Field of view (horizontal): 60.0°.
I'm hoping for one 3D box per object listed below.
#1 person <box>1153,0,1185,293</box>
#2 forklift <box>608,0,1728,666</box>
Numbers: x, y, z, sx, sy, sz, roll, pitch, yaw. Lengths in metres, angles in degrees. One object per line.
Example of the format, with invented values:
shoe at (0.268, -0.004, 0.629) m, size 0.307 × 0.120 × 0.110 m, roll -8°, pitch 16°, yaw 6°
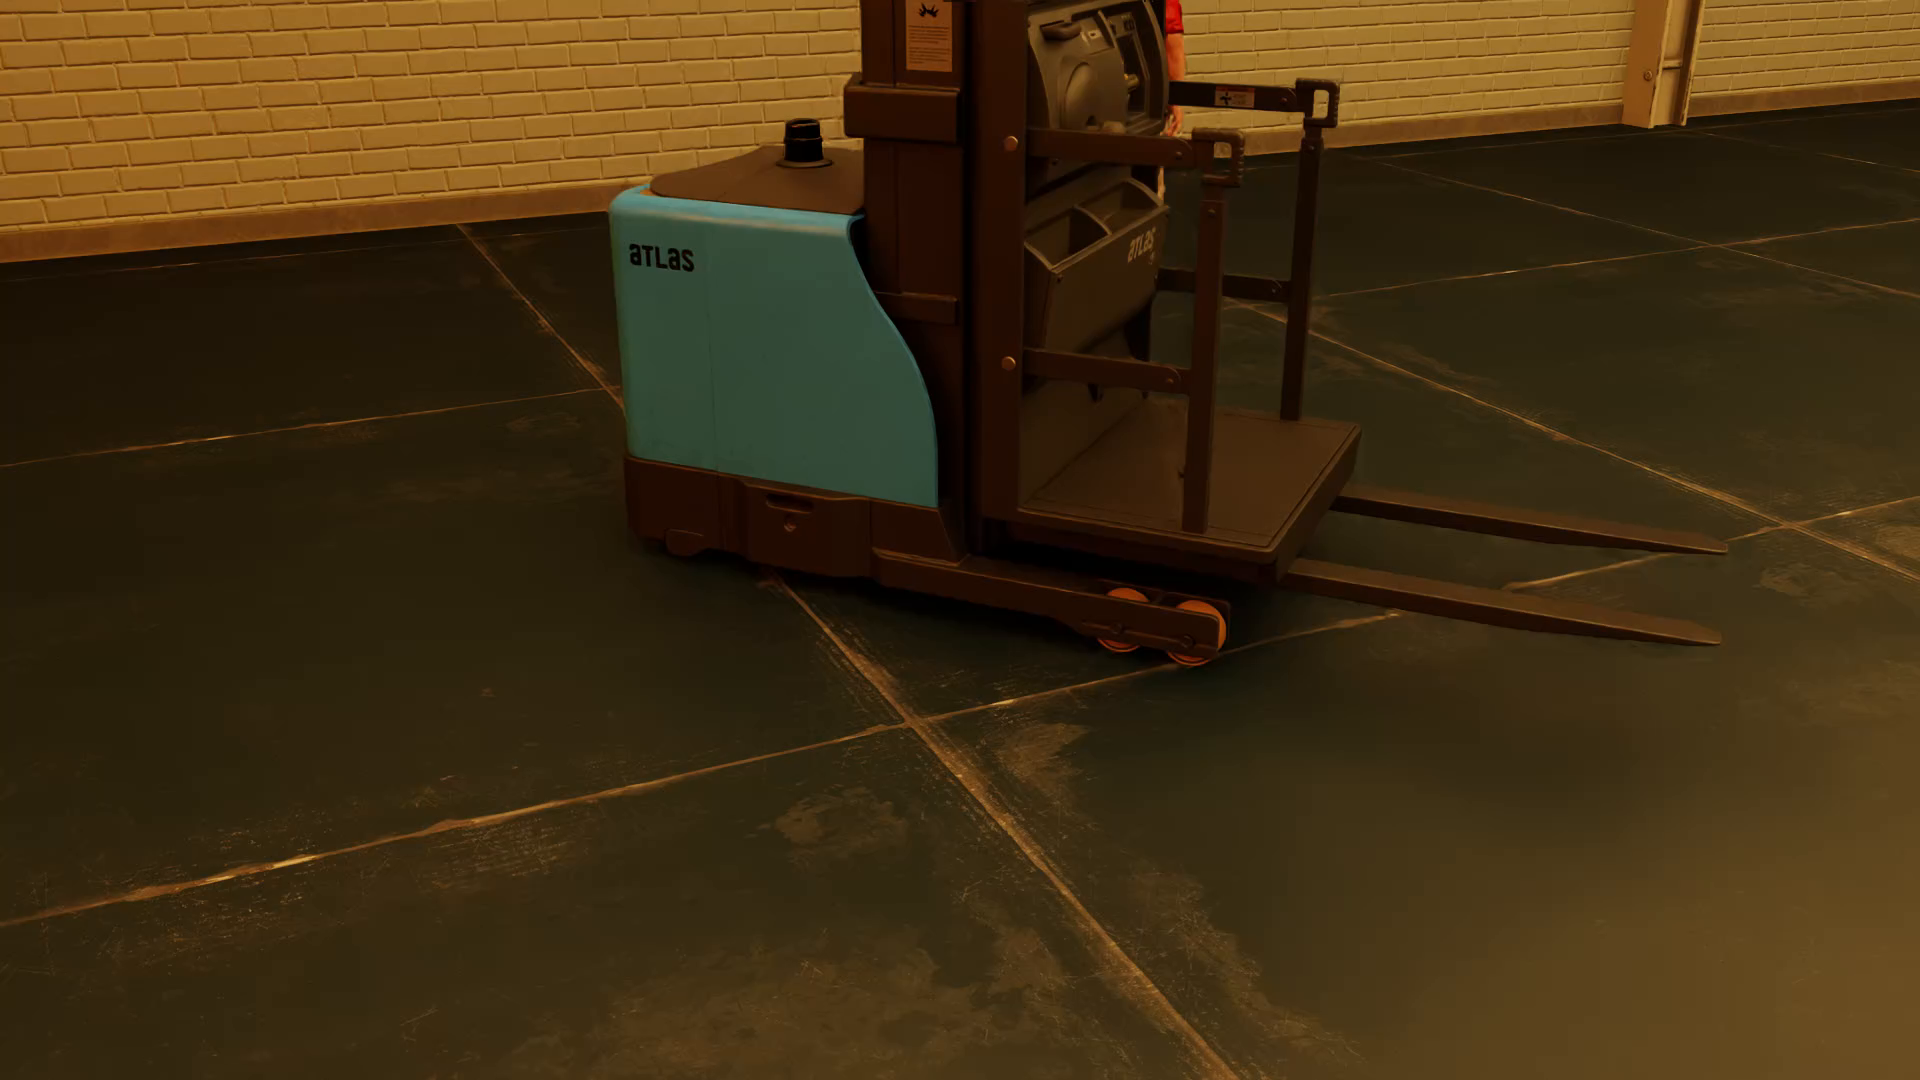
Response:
person at (0.744, -2.018, 7.732) m, size 0.594 × 1.735 × 0.427 m, roll 5°, pitch 23°, yaw 13°
forklift at (0.558, -1.258, 4.315) m, size 3.031 × 2.935 × 1.130 m, roll 10°, pitch 25°, yaw 22°
